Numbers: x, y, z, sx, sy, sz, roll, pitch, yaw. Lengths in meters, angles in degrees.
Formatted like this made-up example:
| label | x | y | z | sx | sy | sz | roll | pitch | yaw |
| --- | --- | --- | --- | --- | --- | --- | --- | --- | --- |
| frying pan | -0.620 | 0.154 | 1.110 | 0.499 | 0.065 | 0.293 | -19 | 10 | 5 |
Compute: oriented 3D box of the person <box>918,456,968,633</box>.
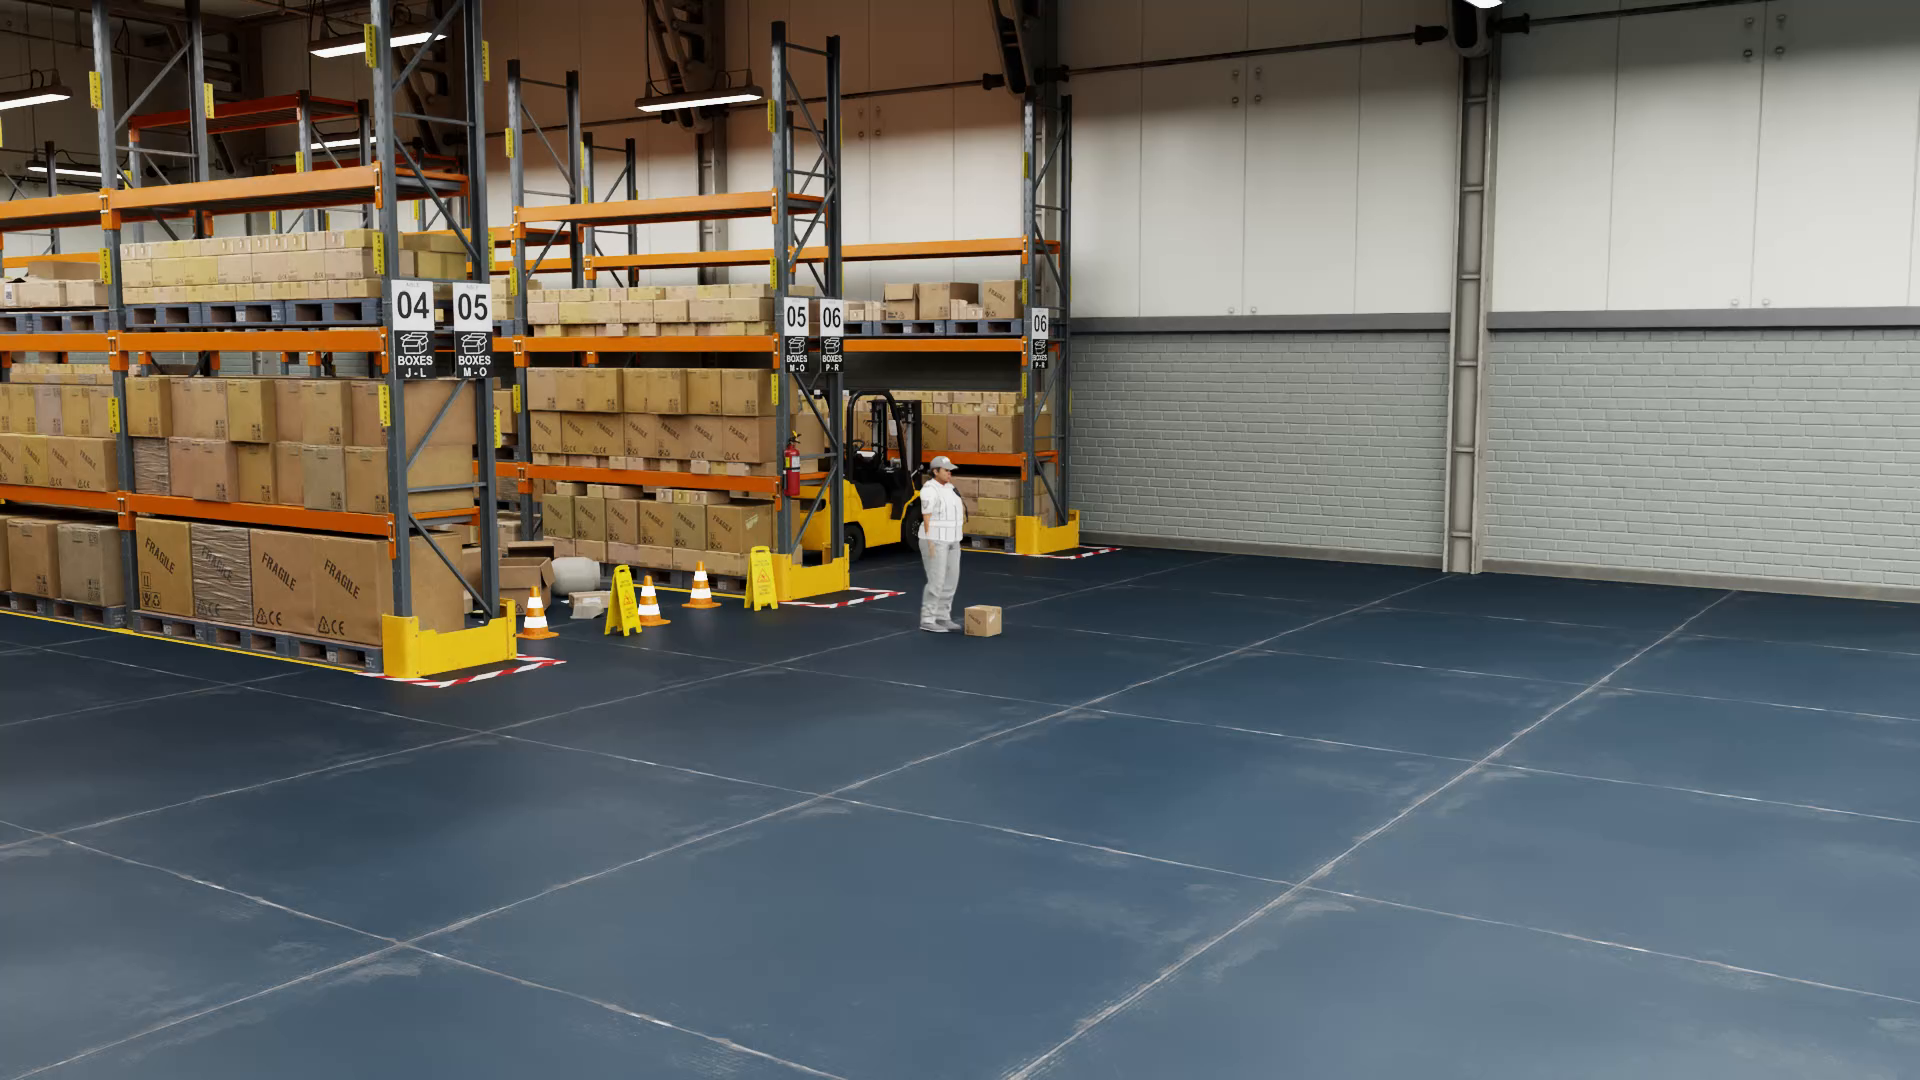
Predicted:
| label | x | y | z | sx | sy | sz | roll | pitch | yaw |
| --- | --- | --- | --- | --- | --- | --- | --- | --- | --- |
| person | -0.165 | 0.036 | 15.765 | 0.390 | 1.672 | 0.467 | 4 | 8 | 35 |
